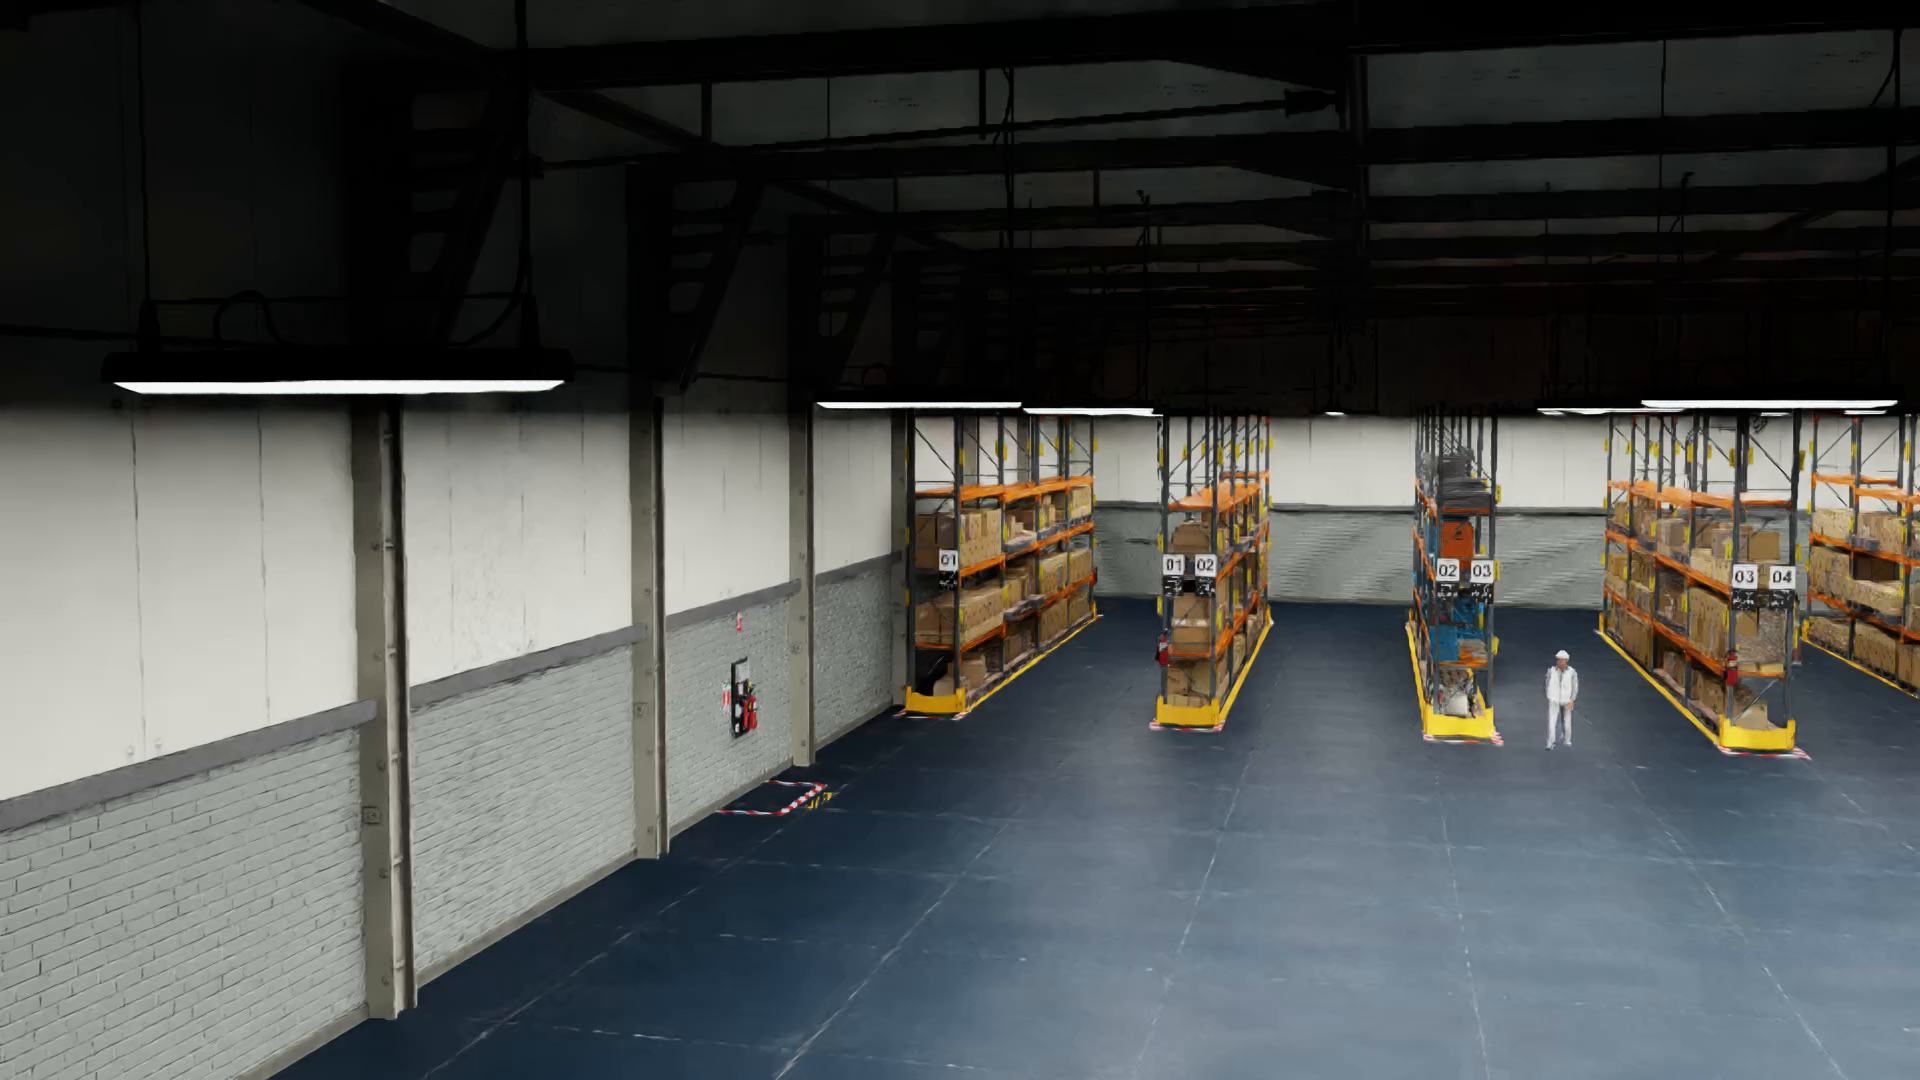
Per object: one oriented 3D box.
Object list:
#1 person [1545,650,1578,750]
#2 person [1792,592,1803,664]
[{"bbox_3d":[10.429,2.759,28.825,0.534,1.715,1.031,2,5,23],"label":"person"},{"bbox_3d":[19.428,2.044,38.865,0.575,1.665,0.572,3,5,36],"label":"person"}]
